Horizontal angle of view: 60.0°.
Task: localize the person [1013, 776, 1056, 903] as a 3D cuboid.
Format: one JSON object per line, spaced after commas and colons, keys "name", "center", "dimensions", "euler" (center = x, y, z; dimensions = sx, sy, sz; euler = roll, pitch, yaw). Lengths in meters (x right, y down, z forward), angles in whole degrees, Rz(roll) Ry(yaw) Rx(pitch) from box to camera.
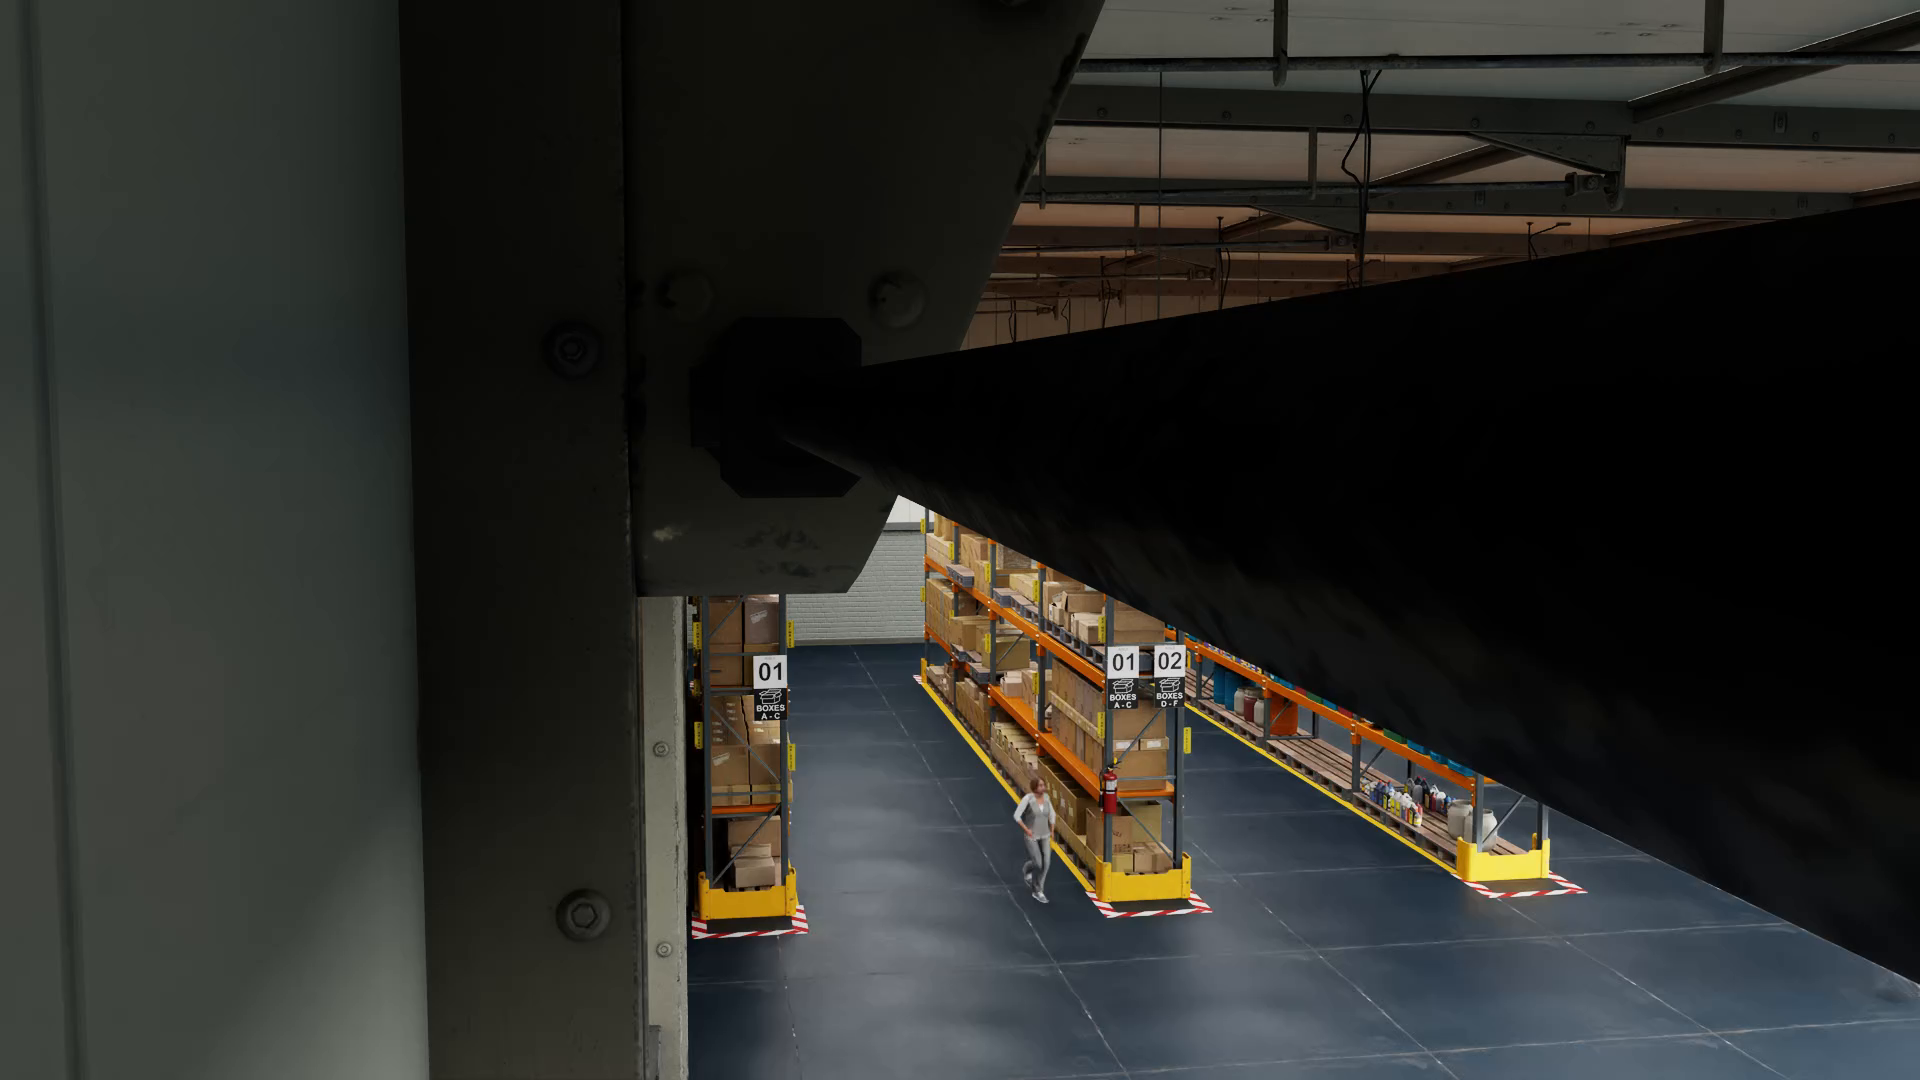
{"name": "person", "center": [0.948, 3.731, 20.867], "dimensions": [0.573, 1.570, 0.509], "euler": [-2, 5, -23]}
